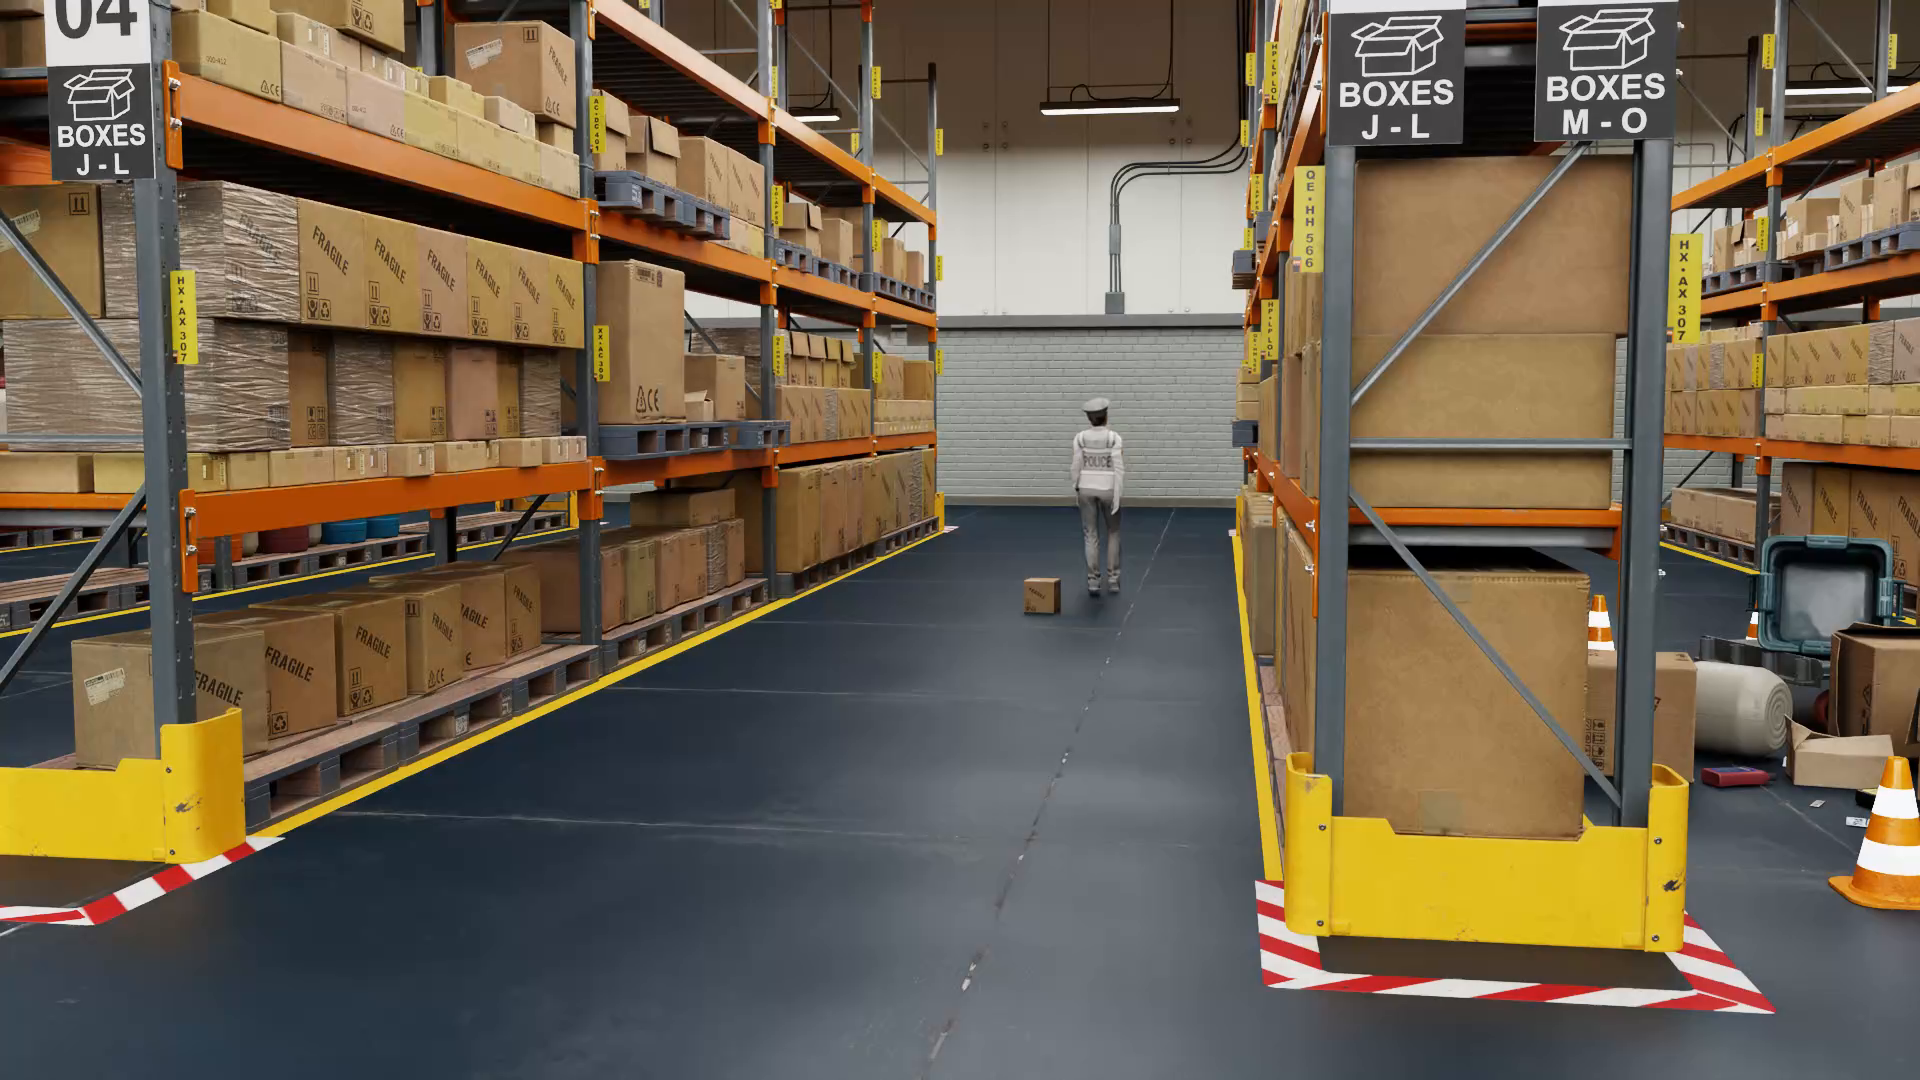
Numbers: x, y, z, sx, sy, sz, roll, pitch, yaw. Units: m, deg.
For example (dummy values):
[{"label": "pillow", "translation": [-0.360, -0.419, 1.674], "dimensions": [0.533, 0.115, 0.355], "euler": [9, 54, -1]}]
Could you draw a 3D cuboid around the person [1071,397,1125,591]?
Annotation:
[{"label": "person", "translation": [1.204, -0.365, 14.480], "dimensions": [0.485, 1.751, 0.616], "euler": [1, 5, 10]}]
